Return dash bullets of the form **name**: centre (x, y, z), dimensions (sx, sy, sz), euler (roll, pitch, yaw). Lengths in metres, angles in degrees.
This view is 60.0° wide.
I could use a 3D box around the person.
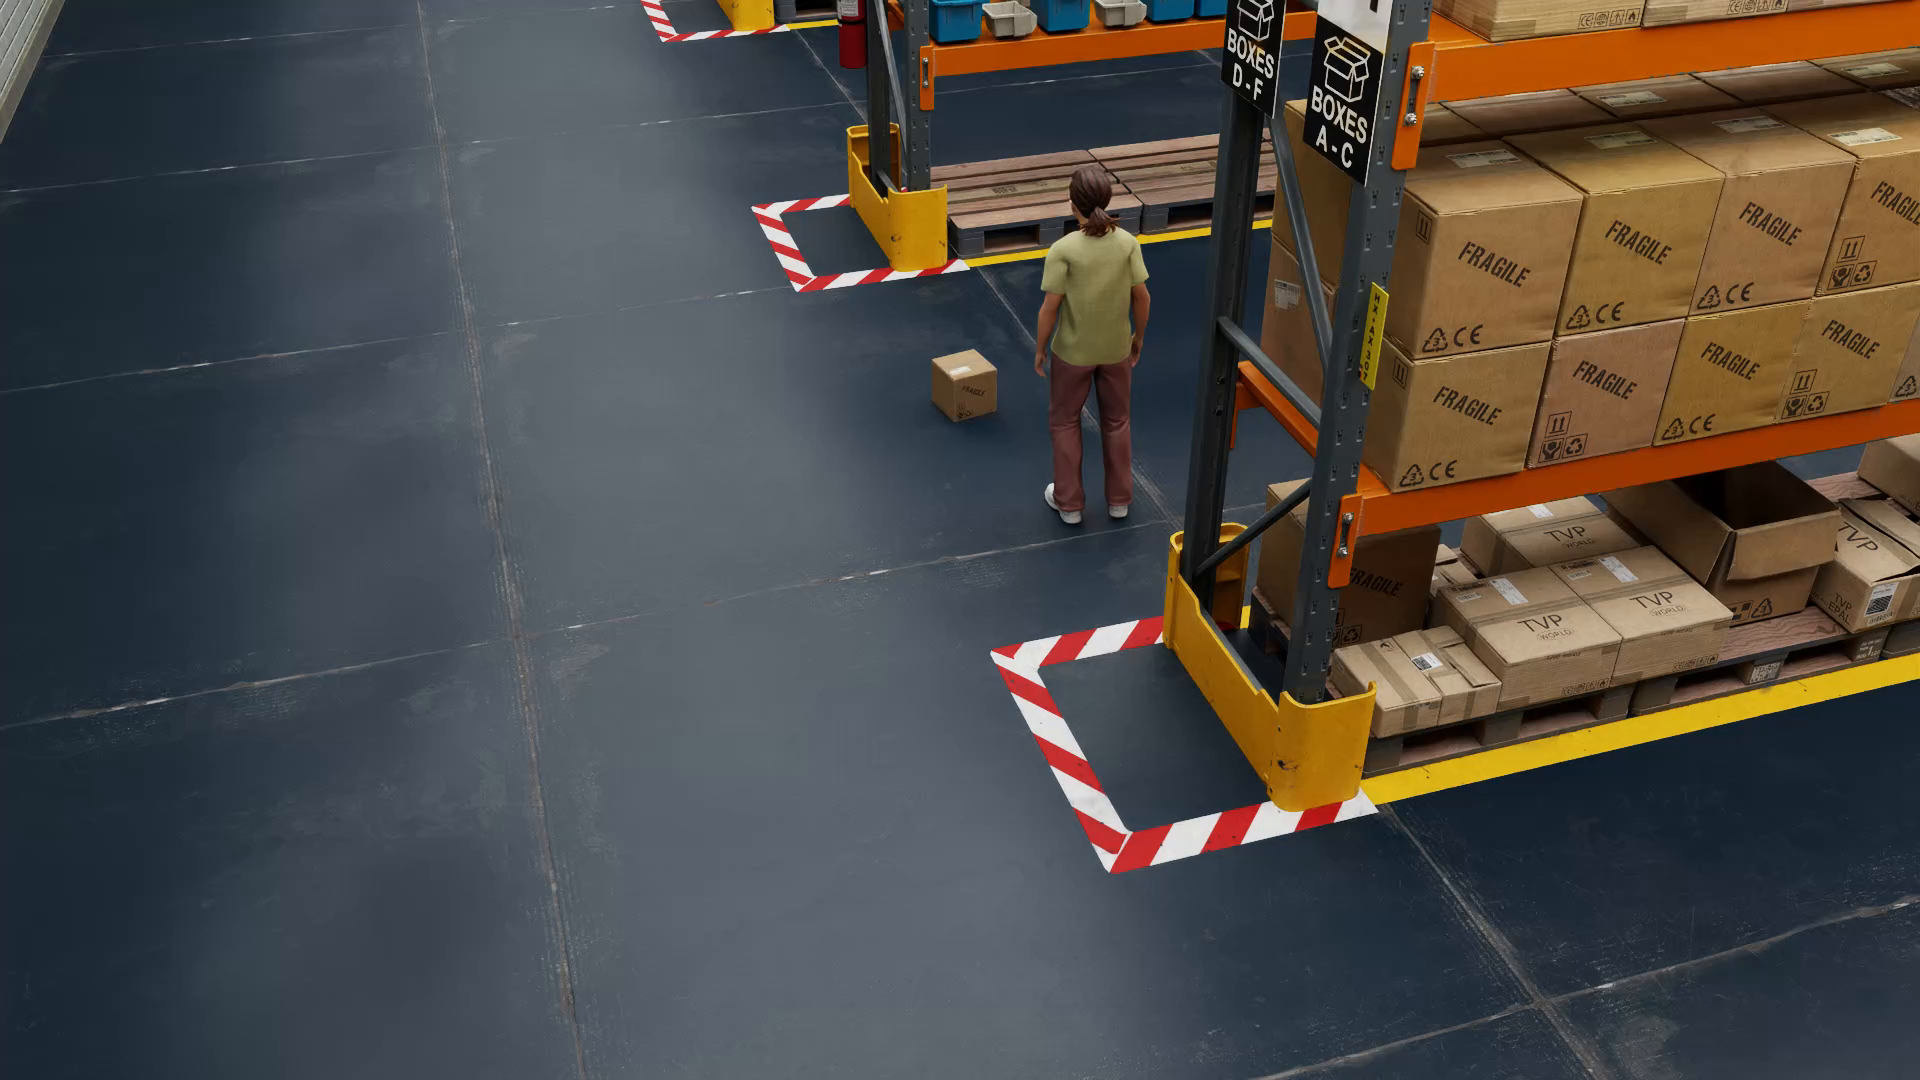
- **person**: centre (0.580, -0.835, 7.392), dimensions (0.520, 1.660, 0.350), euler (-7, 35, -10)
